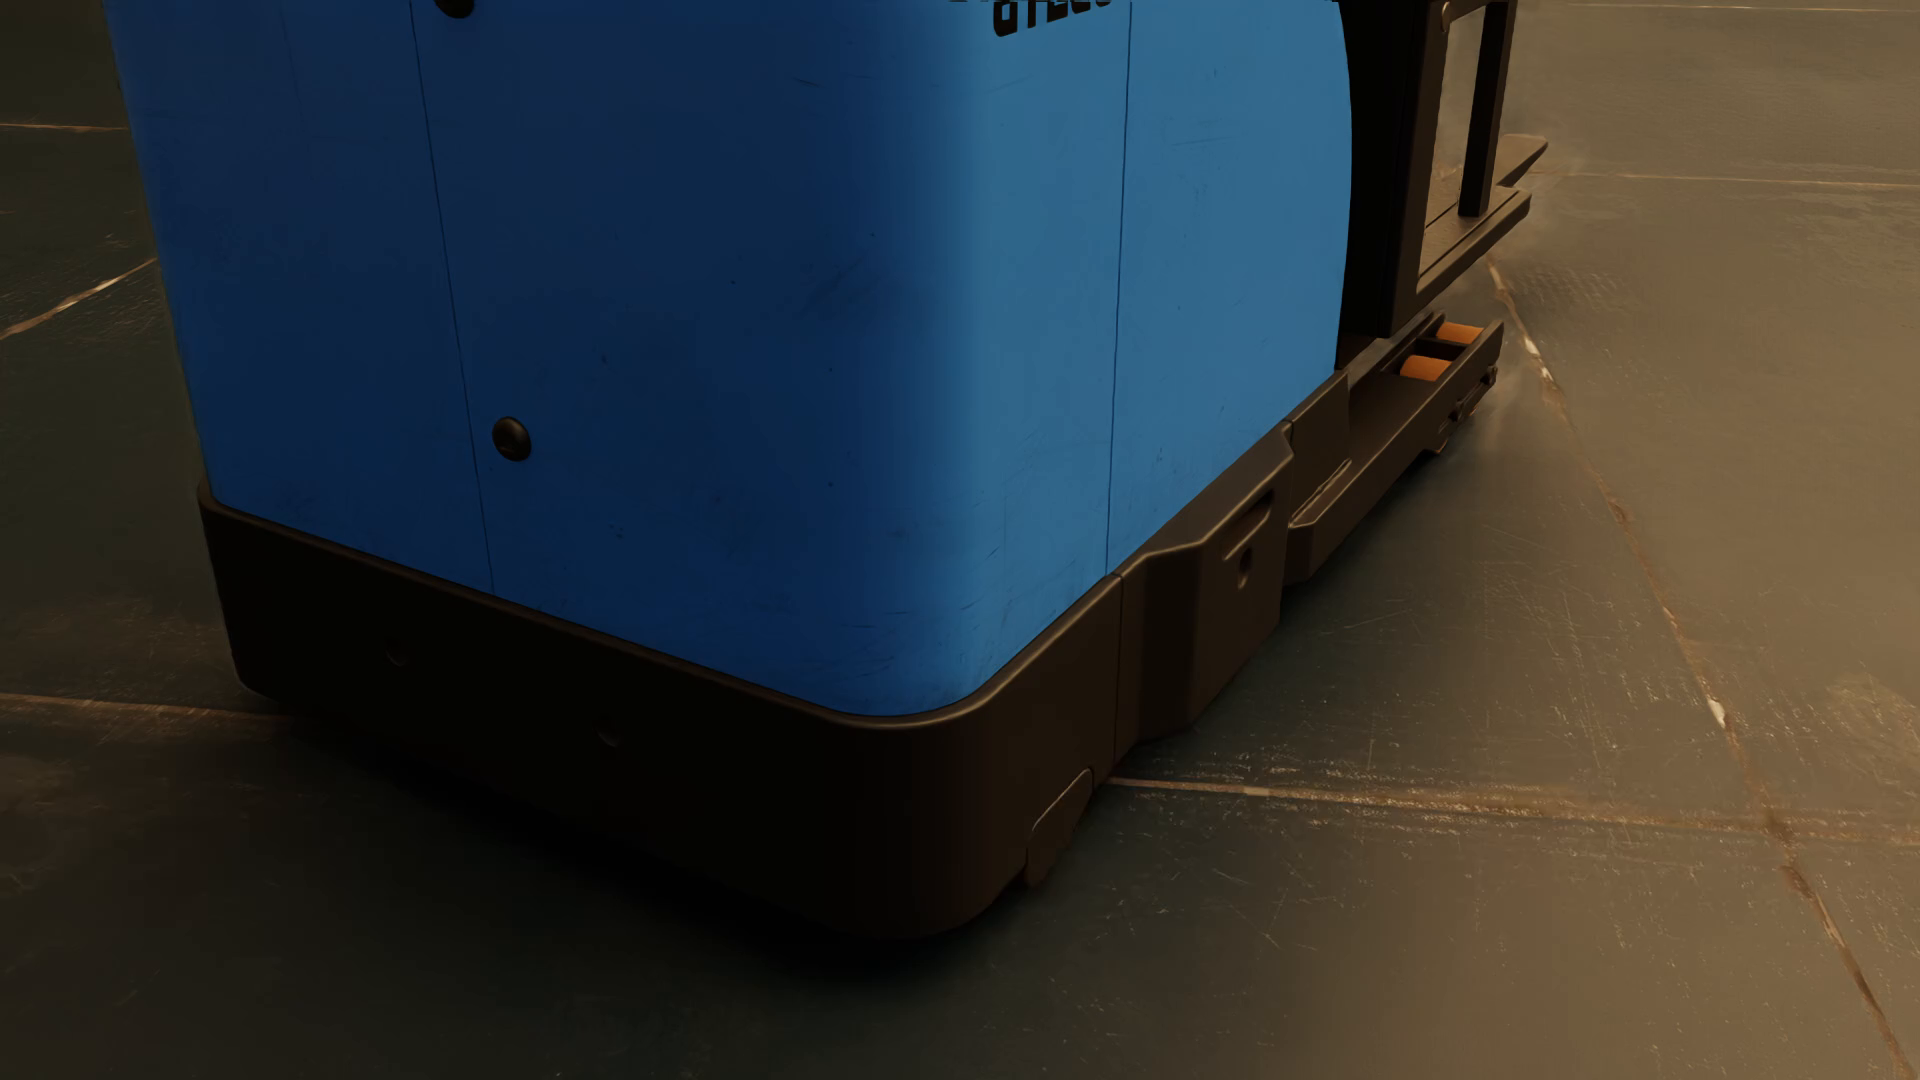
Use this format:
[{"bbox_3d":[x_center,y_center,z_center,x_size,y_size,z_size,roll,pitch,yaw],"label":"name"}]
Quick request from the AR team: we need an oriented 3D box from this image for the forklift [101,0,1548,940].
[{"bbox_3d":[0.302,-1.549,2.323,1.130,2.935,3.031,15,30,27],"label":"forklift"}]
